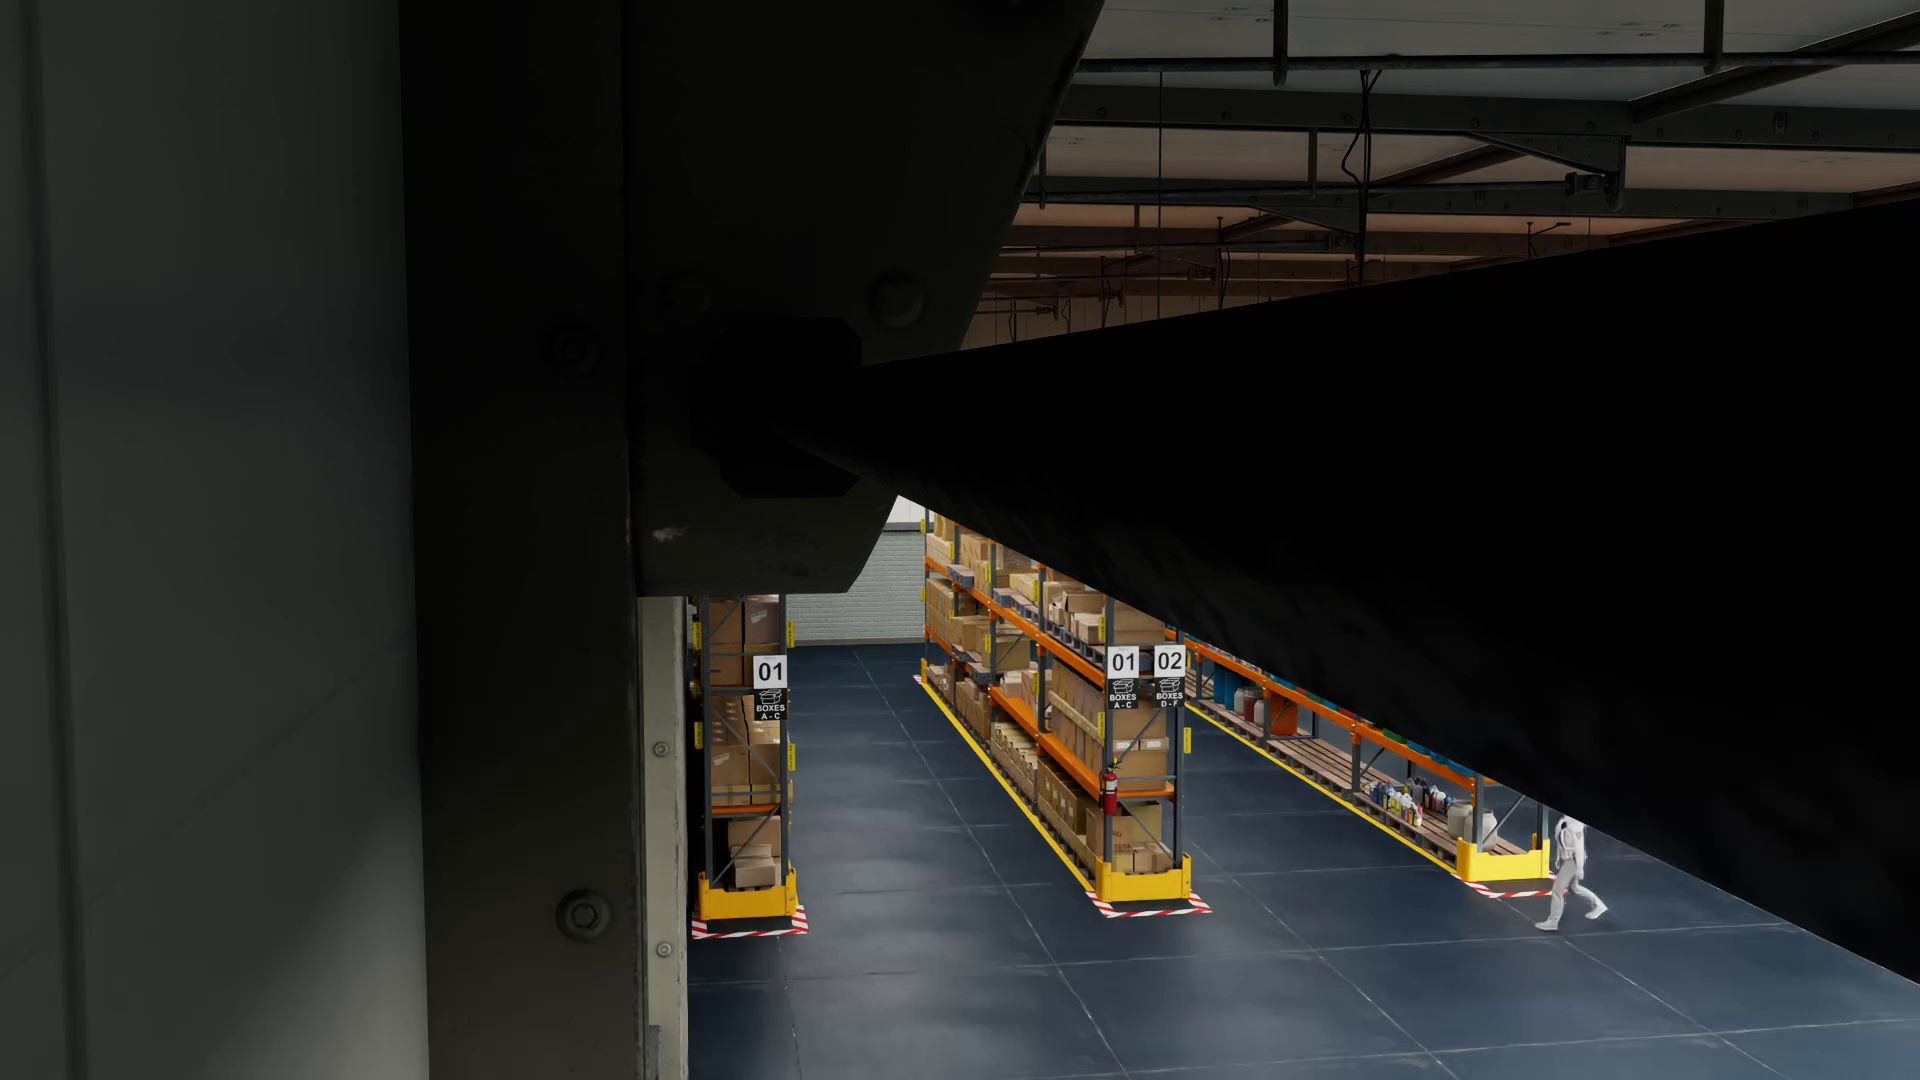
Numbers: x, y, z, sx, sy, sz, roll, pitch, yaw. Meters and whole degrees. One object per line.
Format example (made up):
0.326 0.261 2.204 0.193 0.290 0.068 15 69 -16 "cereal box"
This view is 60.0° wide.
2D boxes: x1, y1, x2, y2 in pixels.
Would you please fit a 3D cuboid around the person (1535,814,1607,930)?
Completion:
7.253 3.771 19.630 0.970 1.642 0.483 -1 5 -8 "person"
